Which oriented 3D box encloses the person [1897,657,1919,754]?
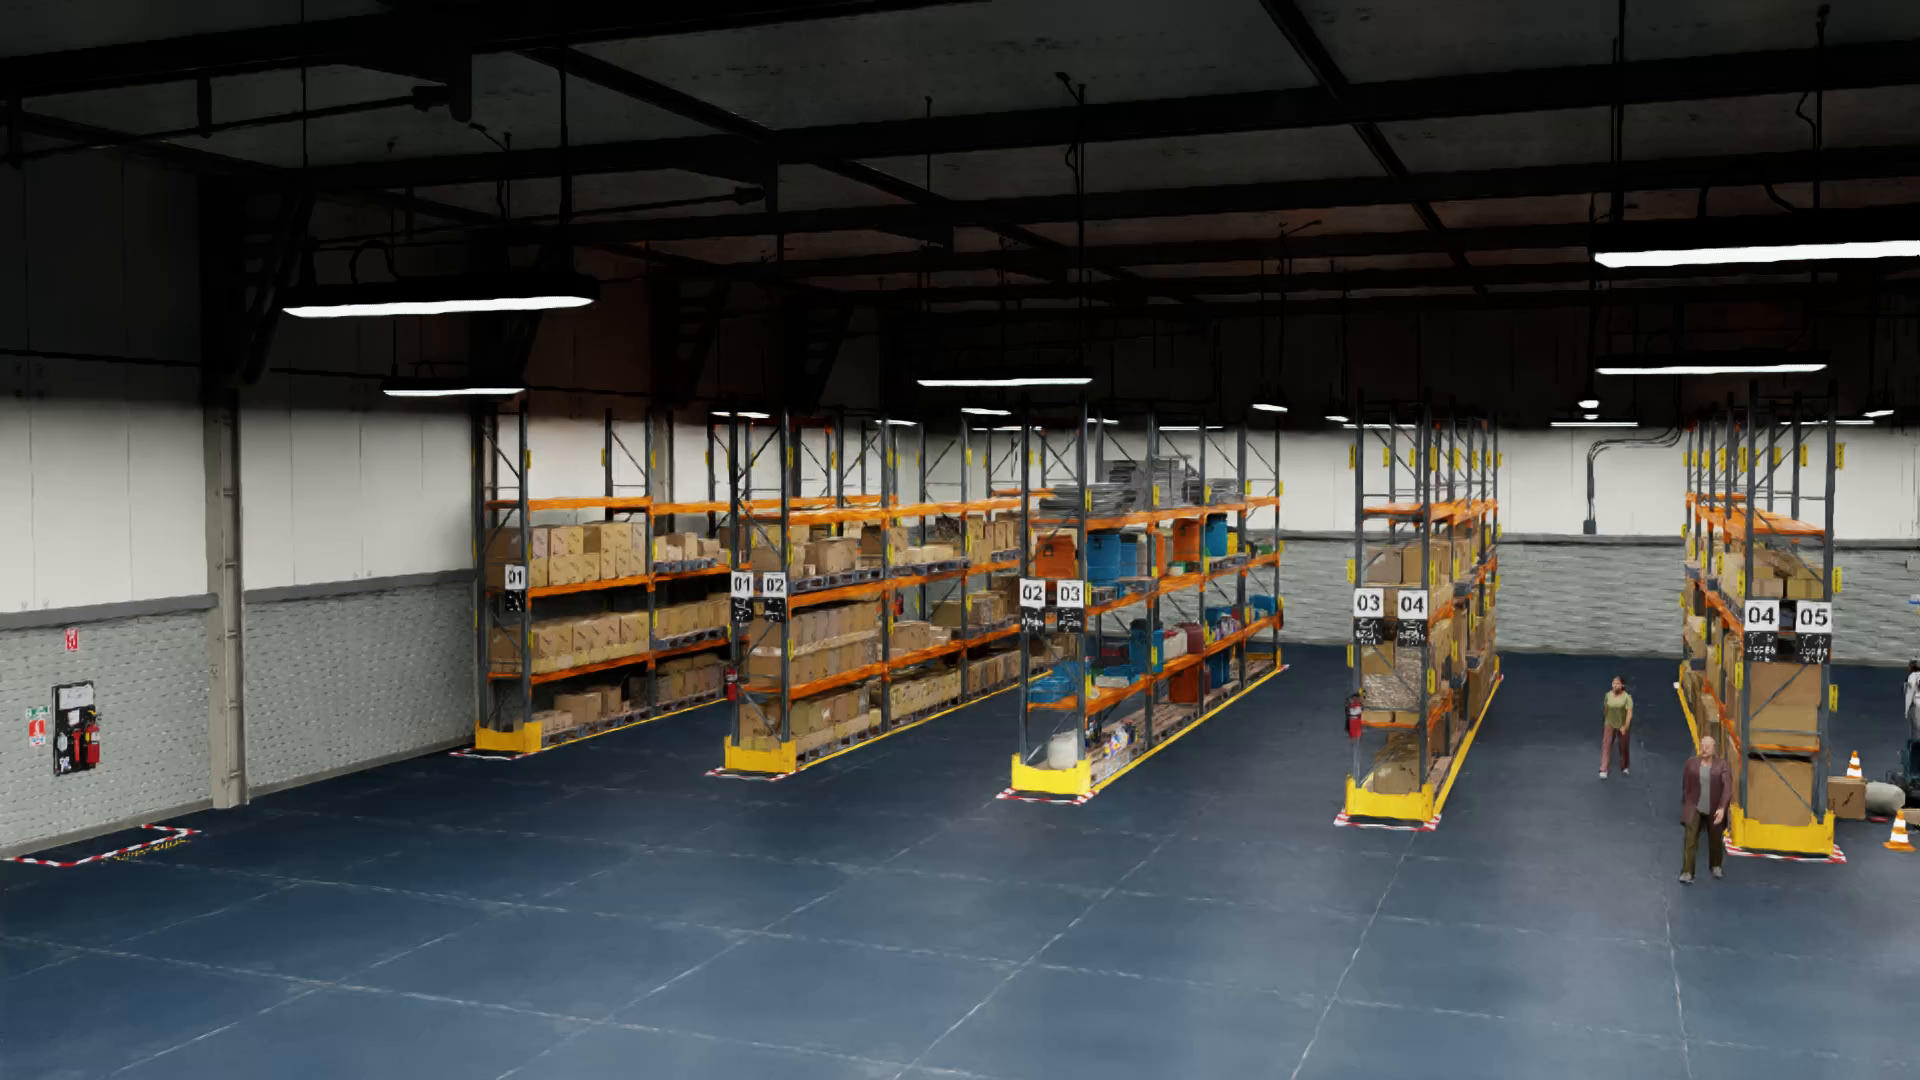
[{"bbox_3d":[15.970,2.799,27.838,0.572,1.665,0.537,-2,4,-41],"label":"person"}]

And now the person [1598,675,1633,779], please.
[{"bbox_3d":[10.302,2.916,26.043,0.447,1.603,1.019,2,3,31],"label":"person"}]

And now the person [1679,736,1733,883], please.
[{"bbox_3d":[8.811,3.166,19.629,0.576,1.712,1.090,2,3,30],"label":"person"}]
